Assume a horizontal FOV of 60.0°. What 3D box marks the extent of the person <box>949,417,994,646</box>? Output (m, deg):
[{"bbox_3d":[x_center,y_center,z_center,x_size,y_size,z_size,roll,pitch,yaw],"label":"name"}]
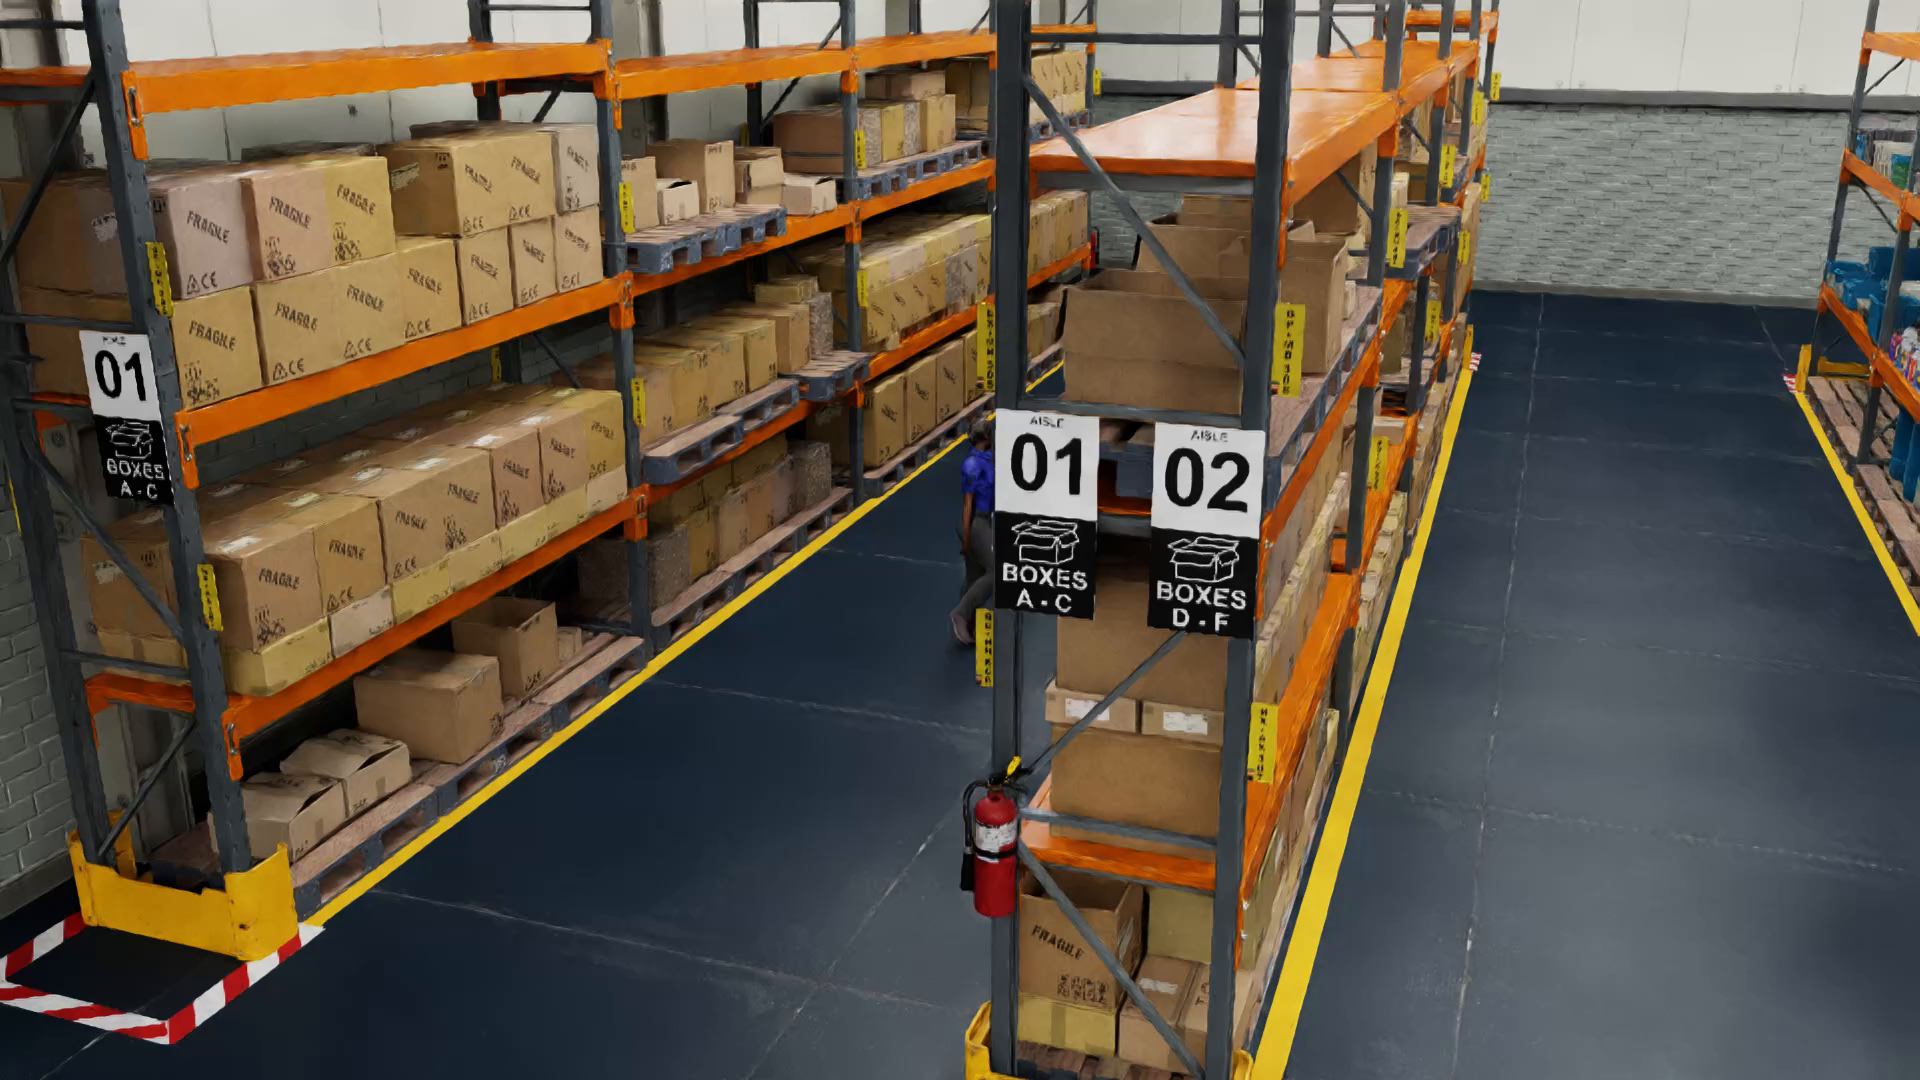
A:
[{"bbox_3d":[0.167,-0.045,12.195,0.427,1.640,0.663,4,19,12],"label":"person"}]
